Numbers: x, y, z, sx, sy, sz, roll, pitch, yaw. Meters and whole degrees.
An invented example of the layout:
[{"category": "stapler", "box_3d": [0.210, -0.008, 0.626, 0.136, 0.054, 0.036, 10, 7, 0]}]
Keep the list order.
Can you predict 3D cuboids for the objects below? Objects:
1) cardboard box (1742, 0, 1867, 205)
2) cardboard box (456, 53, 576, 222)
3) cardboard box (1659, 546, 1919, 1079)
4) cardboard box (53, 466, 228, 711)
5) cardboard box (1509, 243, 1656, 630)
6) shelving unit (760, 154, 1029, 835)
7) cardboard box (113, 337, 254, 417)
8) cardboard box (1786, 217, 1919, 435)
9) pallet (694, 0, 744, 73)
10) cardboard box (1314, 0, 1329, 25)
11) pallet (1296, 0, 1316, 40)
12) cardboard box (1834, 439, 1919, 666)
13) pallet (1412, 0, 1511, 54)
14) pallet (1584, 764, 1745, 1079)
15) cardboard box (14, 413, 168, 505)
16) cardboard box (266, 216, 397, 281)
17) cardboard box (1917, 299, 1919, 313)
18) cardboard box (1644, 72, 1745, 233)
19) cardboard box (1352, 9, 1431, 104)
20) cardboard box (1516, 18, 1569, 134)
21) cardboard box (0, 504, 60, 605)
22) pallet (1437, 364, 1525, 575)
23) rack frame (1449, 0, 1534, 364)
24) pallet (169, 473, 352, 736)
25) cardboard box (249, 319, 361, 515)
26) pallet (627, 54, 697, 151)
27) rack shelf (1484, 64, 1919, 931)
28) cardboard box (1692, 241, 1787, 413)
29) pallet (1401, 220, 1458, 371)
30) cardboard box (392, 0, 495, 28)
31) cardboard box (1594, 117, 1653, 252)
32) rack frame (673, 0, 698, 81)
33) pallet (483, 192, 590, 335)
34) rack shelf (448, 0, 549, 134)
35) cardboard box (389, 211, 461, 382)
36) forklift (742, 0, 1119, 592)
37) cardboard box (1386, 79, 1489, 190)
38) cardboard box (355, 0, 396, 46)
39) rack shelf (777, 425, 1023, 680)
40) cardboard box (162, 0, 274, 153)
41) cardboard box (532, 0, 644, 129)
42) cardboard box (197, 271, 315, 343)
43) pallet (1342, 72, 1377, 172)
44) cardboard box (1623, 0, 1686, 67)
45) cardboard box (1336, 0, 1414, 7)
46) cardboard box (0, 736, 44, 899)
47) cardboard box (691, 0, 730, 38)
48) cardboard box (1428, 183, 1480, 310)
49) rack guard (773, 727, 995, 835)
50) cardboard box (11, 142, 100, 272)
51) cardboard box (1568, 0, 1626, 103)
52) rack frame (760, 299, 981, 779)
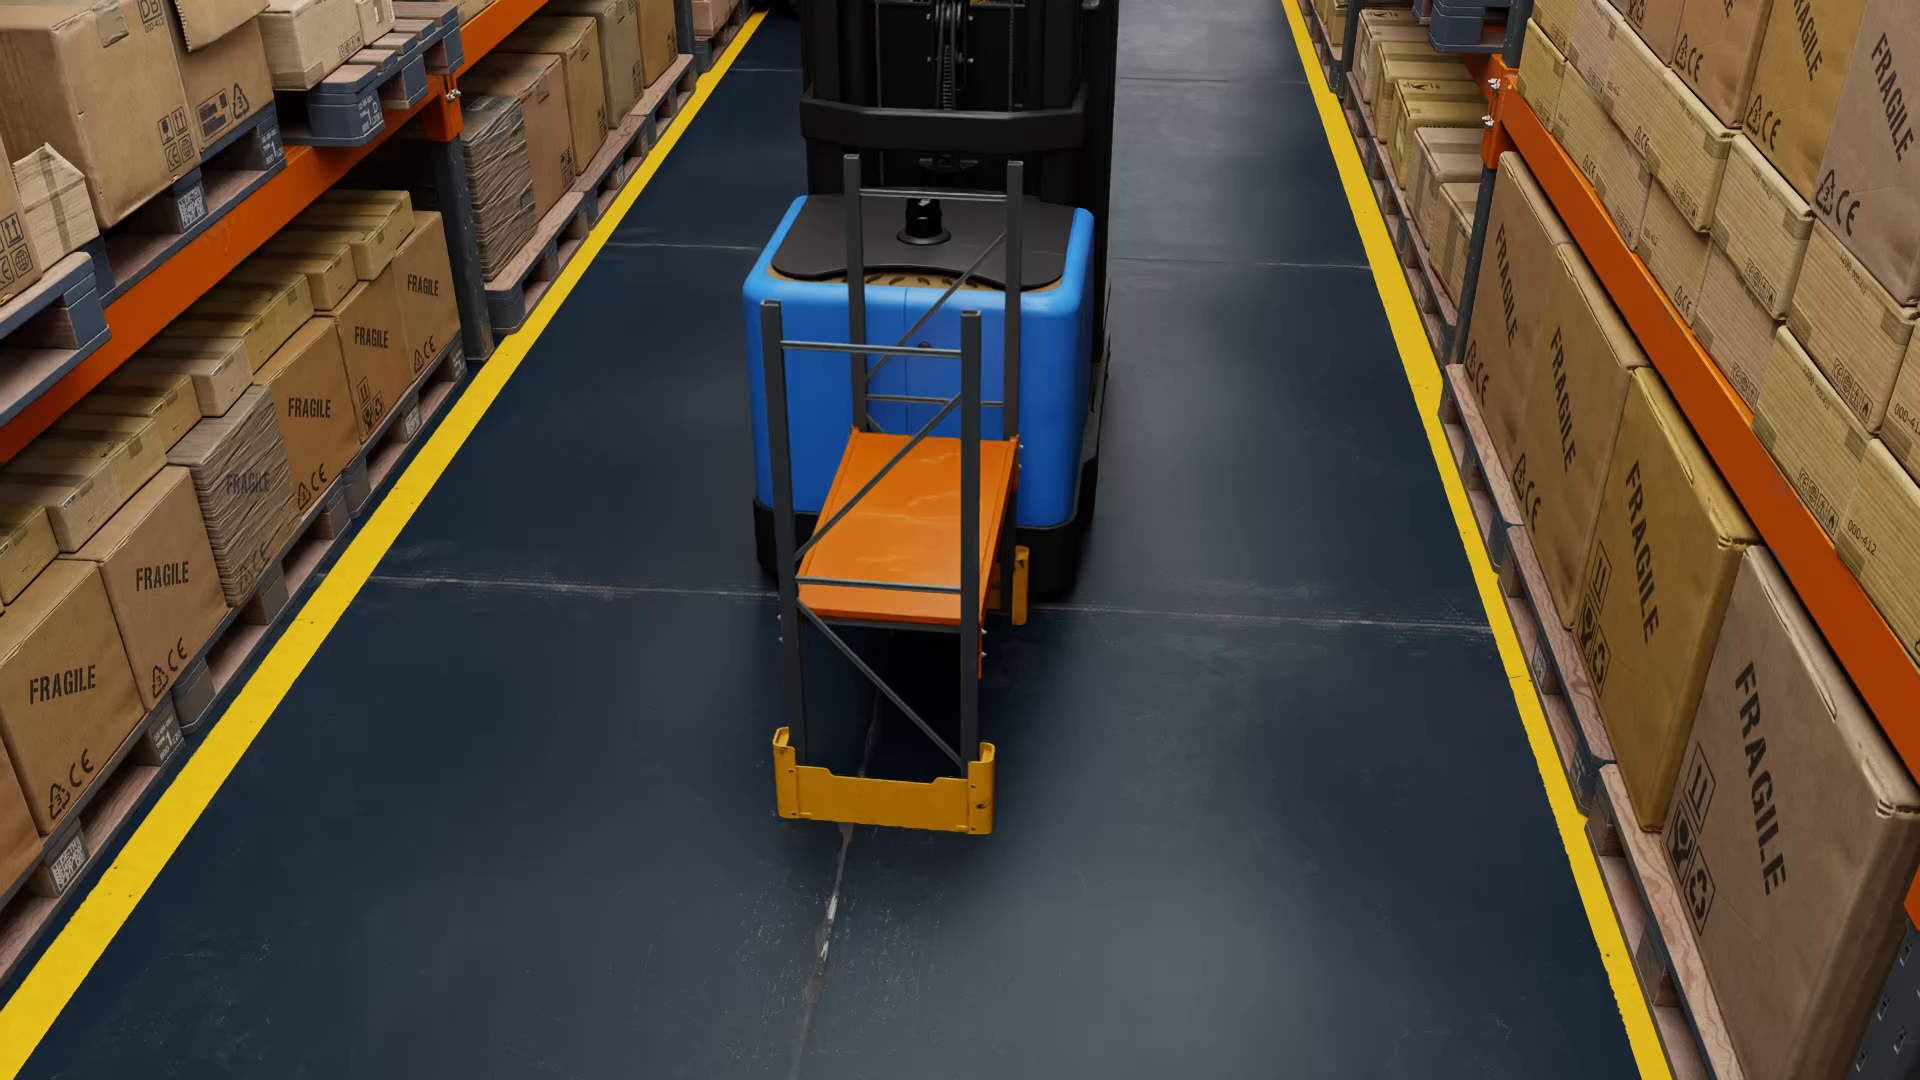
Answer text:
[{"category": "cardboard box", "box_3d": [2.029, -1.014, 3.488, 0.500, 0.500, 0.500, 3, 32, 5]}, {"category": "cardboard box", "box_3d": [-2.365, -1.904, 7.843, 0.875, 0.625, 0.625, 3, 32, 6]}, {"category": "cardboard box", "box_3d": [2.118, 0.632, 3.491, 0.875, 0.875, 0.875, 3, 32, 6]}, {"category": "cardboard box", "box_3d": [-2.458, 0.126, 4.669, 0.500, 0.500, 0.500, 2, 32, 3]}, {"category": "cardboard box", "box_3d": [2.257, -0.308, 5.016, 0.875, 0.875, 0.875, 3, 32, 5]}, {"category": "shelving unit", "box_3d": [-0.140, -0.145, 4.555, 0.587, 1.500, 1.083, 4, 32, 6]}, {"category": "cardboard box", "box_3d": [-2.399, -0.498, 5.062, 0.380, 0.149, 0.250, 1, 32, 2]}, {"category": "cardboard box", "box_3d": [1.974, -0.418, 3.236, 0.500, 0.250, 0.500, 3, 32, 5]}, {"category": "pallet", "box_3d": [-2.043, -3.387, 11.044, 1.003, 0.211, 1.213, 2, 32, 4]}, {"category": "cardboard box", "box_3d": [2.612, -3.557, 10.884, 0.500, 0.250, 0.500, 2, 32, 3]}, {"category": "pallet", "box_3d": [2.914, -3.755, 11.642, 1.003, 0.211, 1.213, 2, 32, 4]}, {"category": "cardboard box", "box_3d": [1.932, 0.052, 2.949, 0.500, 0.250, 0.500, 2, 32, 3]}, {"category": "pallet", "box_3d": [2.424, -2.154, 6.568, 1.213, 0.211, 1.003, 2, 32, 4]}, {"category": "pallet", "box_3d": [2.135, 1.014, 3.903, 1.003, 0.211, 1.213, 2, 32, 4]}, {"category": "cardboard box", "box_3d": [-2.462, -0.229, 4.626, 0.380, 0.149, 0.250, 4, 32, 6]}, {"category": "cardboard box", "box_3d": [-2.254, -1.046, 5.952, 0.380, 0.149, 0.250, 1, 32, 1]}, {"category": "cardboard box", "box_3d": [1.933, -0.479, 2.620, 0.500, 0.500, 0.500, 3, 32, 6]}, {"category": "cardboard box", "box_3d": [2.035, -0.958, 4.111, 0.500, 0.250, 0.500, 3, 32, 5]}, {"category": "cardboard box", "box_3d": [2.758, -2.735, 9.434, 0.950, 0.372, 0.625, 3, 32, 5]}, {"category": "cardboard box", "box_3d": [2.182, -1.549, 5.547, 0.500, 0.250, 0.500, 2, 32, 3]}, {"category": "cardboard box", "box_3d": [-2.542, 0.030, 4.207, 0.380, 0.149, 0.250, 2, 32, 3]}, {"category": "pallet", "box_3d": [2.333, -0.262, 5.974, 1.003, 0.211, 1.213, 2, 32, 4]}, {"category": "rack frame", "box_3d": [2.473, -1.858, 5.906, 1.000, 3.000, 0.127, 2, 32, 4]}, {"category": "pallet", "box_3d": [-2.675, 0.144, 5.315, 1.003, 0.211, 1.213, 2, 32, 4]}, {"category": "cardboard box", "box_3d": [-2.386, -0.417, 5.551, 0.500, 0.500, 0.500, 4, 32, 6]}, {"category": "pallet", "box_3d": [-2.170, -2.586, 9.745, 1.003, 0.211, 1.213, 2, 32, 4]}, {"category": "rack shelf", "box_3d": [2.310, -0.506, 4.398, 1.077, 0.370, 4.000, 2, 32, 4]}, {"category": "cardboard box", "box_3d": [2.035, -0.477, 3.808, 0.500, 0.250, 0.500, 2, 32, 3]}, {"category": "pallet", "box_3d": [2.538, -1.080, 7.300, 1.003, 0.211, 1.213, 2, 32, 4]}, {"category": "cardboard box", "box_3d": [-2.195, -2.226, 6.646, 0.500, 0.250, 0.500, 3, 32, 4]}, {"category": "cardboard box", "box_3d": [2.109, -1.006, 4.666, 0.500, 0.250, 0.500, 3, 32, 6]}, {"category": "rack frame", "box_3d": [-2.149, -4.160, 9.641, 1.000, 3.000, 0.127, 2, 32, 4]}, {"category": "pallet", "box_3d": [-2.369, -1.310, 7.674, 1.003, 0.211, 1.213, 2, 32, 4]}, {"category": "rack shelf", "box_3d": [-2.312, -2.808, 8.133, 1.077, 0.370, 4.000, 2, 32, 4]}, {"category": "cardboard box", "box_3d": [-2.295, -0.952, 6.419, 0.500, 0.500, 0.500, 3, 32, 5]}, {"category": "forklift", "box_3d": [0.027, -1.834, 5.932, 1.130, 2.935, 3.031, 4, 32, 6]}, {"category": "cardboard box", "box_3d": [2.648, -1.996, 8.234, 0.950, 0.372, 0.625, 3, 32, 6]}, {"category": "cardboard box", "box_3d": [-2.146, -1.780, 5.619, 0.380, 0.149, 0.250, 3, 32, 5]}, {"category": "rack shelf", "box_3d": [-0.139, 0.004, 4.657, 0.538, 0.185, 1.000, 4, 32, 6]}, {"category": "cardboard box", "box_3d": [-2.423, -1.429, 4.712, 0.797, 0.503, 0.637, 2, 32, 3]}, {"category": "cardboard box", "box_3d": [-2.251, -2.649, 9.052, 0.875, 0.625, 0.625, 2, 32, 3]}, {"category": "cardboard box", "box_3d": [-2.386, -0.774, 5.511, 0.380, 0.149, 0.250, 3, 32, 5]}, {"category": "pallet", "box_3d": [2.736, -2.355, 9.371, 1.003, 0.211, 1.213, 2, 32, 4]}, {"category": "cardboard box", "box_3d": [2.100, -1.549, 4.356, 0.500, 0.500, 0.500, 3, 32, 5]}, {"category": "cardboard box", "box_3d": [2.579, -3.598, 10.235, 0.500, 0.500, 0.500, 2, 32, 3]}, {"category": "cardboard box", "box_3d": [-2.537, 0.666, 3.793, 0.500, 0.500, 0.500, 4, 32, 6]}, {"category": "cardboard box", "box_3d": [-1.780, -3.407, 10.640, 0.500, 0.250, 0.500, 3, 32, 4]}, {"category": "cardboard box", "box_3d": [2.529, -1.213, 6.964, 0.950, 0.372, 0.625, 0, 32, 1]}, {"category": "rack guard", "box_3d": [-0.202, 0.647, 4.462, 0.587, 0.250, 0.087, 4, 32, 6]}, {"category": "cardboard box", "box_3d": [-2.305, -0.808, 3.930, 0.396, 0.266, 0.258, 4, 32, 6]}, {"category": "cardboard box", "box_3d": [2.142, -1.482, 4.963, 0.500, 0.250, 0.500, 3, 32, 5]}, {"category": "rack frame", "box_3d": [-0.202, 0.115, 4.133, 0.500, 1.500, 0.032, 4, 32, 6]}]
